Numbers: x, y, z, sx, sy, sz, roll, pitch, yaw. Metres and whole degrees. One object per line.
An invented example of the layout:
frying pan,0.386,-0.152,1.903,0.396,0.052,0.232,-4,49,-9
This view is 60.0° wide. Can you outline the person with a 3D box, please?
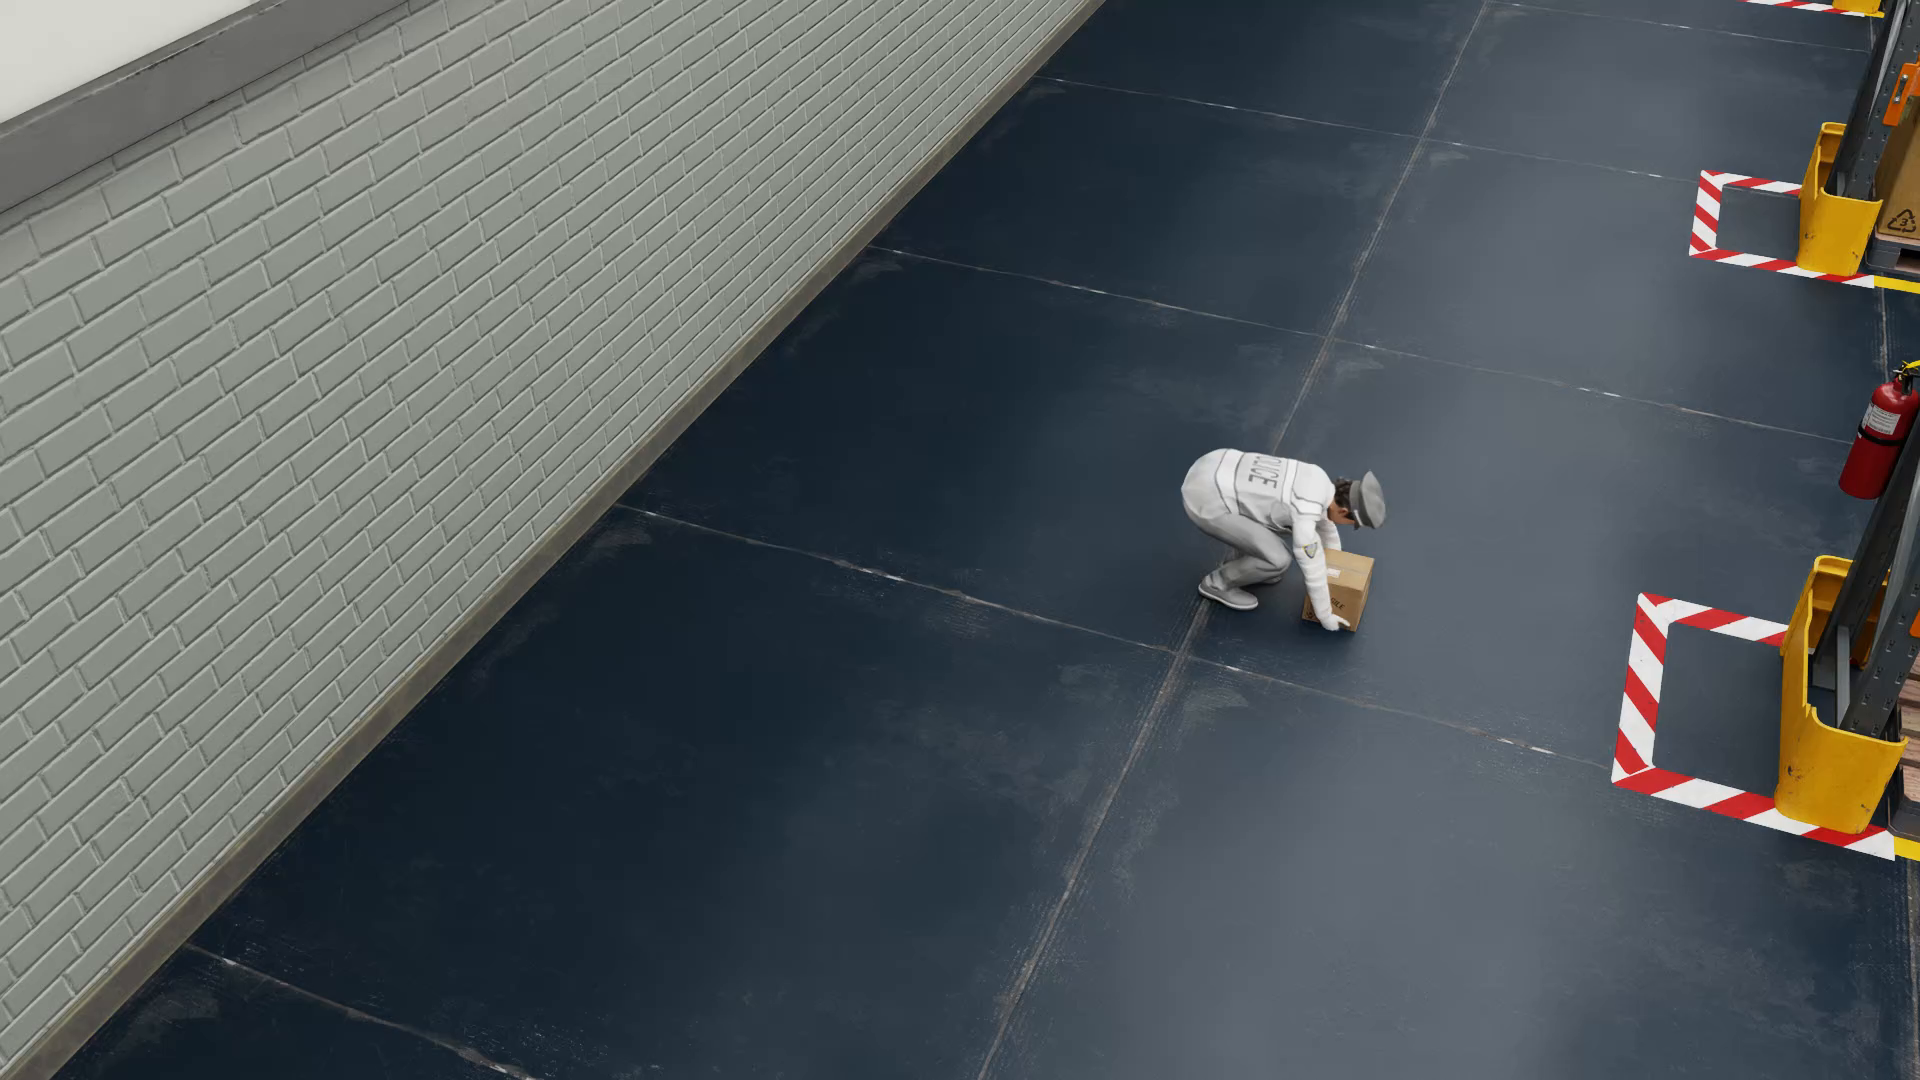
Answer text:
person,1.463,-0.034,7.628,0.914,0.759,0.445,13,40,16
